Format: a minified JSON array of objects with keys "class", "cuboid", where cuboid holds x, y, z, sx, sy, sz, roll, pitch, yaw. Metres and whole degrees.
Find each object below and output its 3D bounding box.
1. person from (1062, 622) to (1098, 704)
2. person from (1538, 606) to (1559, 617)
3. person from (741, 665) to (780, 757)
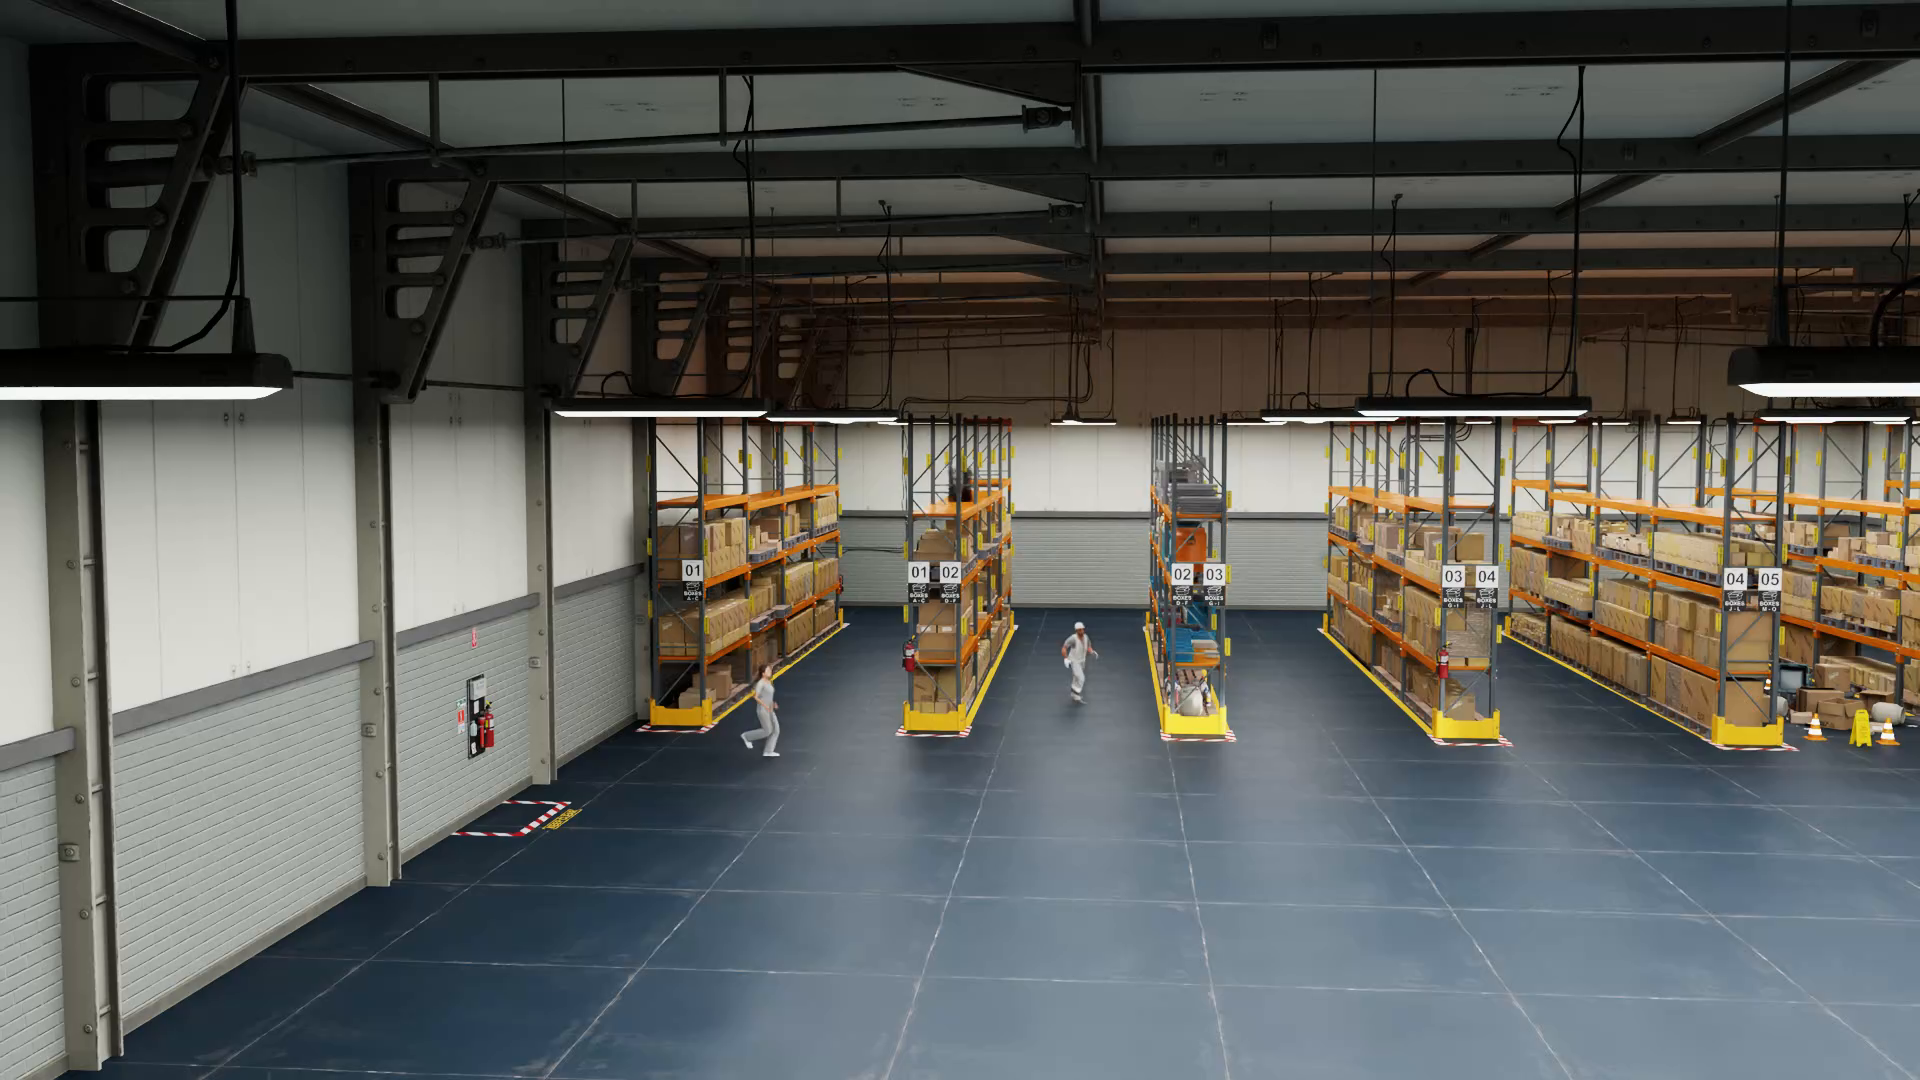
[{"class":"person","cuboid":[2.492,2.559,34.640,0.811,1.737,0.675,4,5,45]},{"class":"person","cuboid":[16.711,1.658,47.142,0.690,1.783,0.641,0,4,-3]},{"class":"person","cuboid":[-3.457,2.968,28.961,0.695,1.622,0.573,1,4,17]}]
